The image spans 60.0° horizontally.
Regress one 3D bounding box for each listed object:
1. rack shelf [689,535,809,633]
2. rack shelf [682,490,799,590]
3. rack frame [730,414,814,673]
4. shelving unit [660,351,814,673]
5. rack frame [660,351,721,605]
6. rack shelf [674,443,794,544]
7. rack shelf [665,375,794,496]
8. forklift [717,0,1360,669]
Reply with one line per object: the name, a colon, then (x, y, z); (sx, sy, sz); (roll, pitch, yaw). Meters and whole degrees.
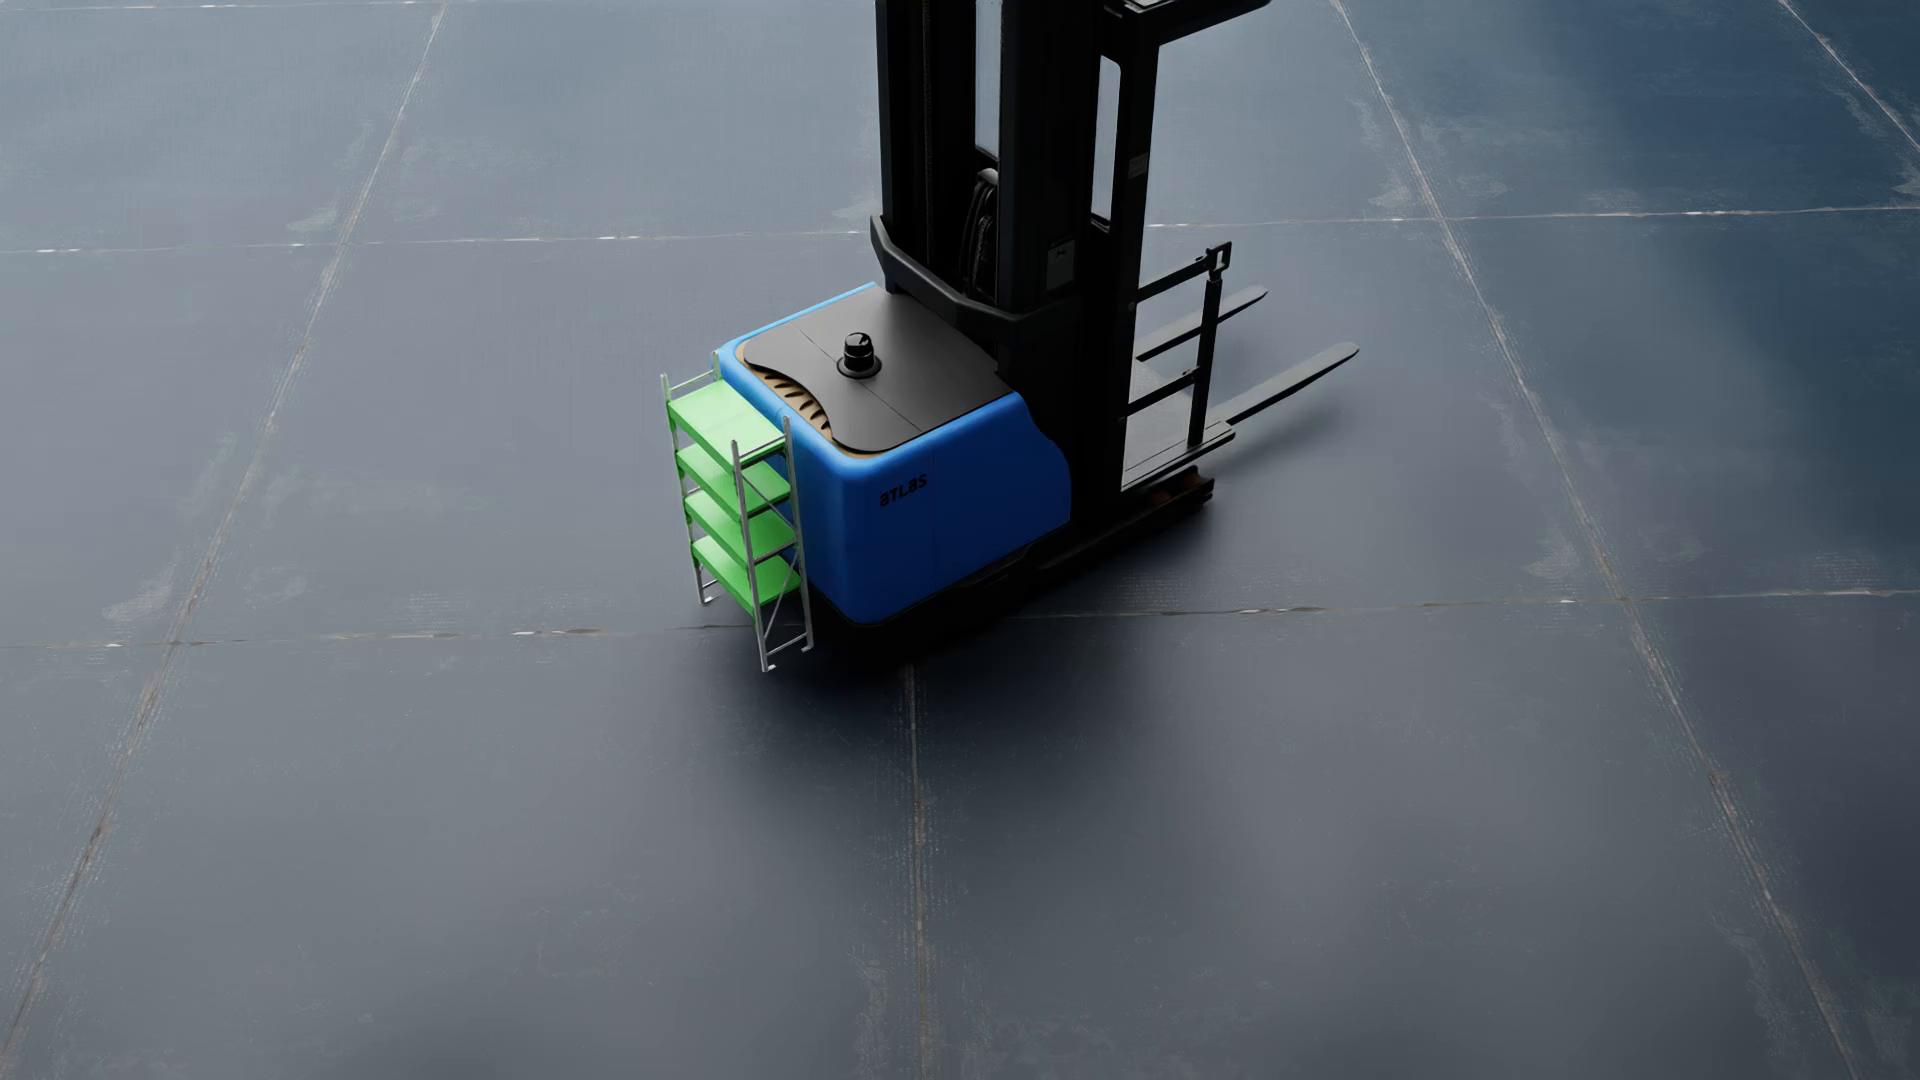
rack shelf: (-0.846, 0.133, 6.663); (0.258, 0.148, 0.480); (-28, 49, -26)
rack shelf: (-0.849, -0.042, 6.499); (0.258, 0.148, 0.480); (-28, 49, -26)
rack frame: (-0.702, 0.042, 6.312); (0.240, 1.200, 0.015); (-28, 49, -26)
shelving unit: (-0.850, -0.089, 6.455); (0.258, 1.200, 0.503); (-28, 49, -26)
rack frame: (-0.999, -0.220, 6.598); (0.240, 1.200, 0.015); (-28, 49, -26)
rack shelf: (-0.853, -0.217, 6.335); (0.258, 0.148, 0.480); (-28, 49, -26)
rack shelf: (-0.856, -0.392, 6.171); (0.258, 0.148, 0.480); (-28, 49, -26)
forklift: (0.503, -1.389, 6.596); (3.031, 2.935, 1.130); (-27, 49, -27)
